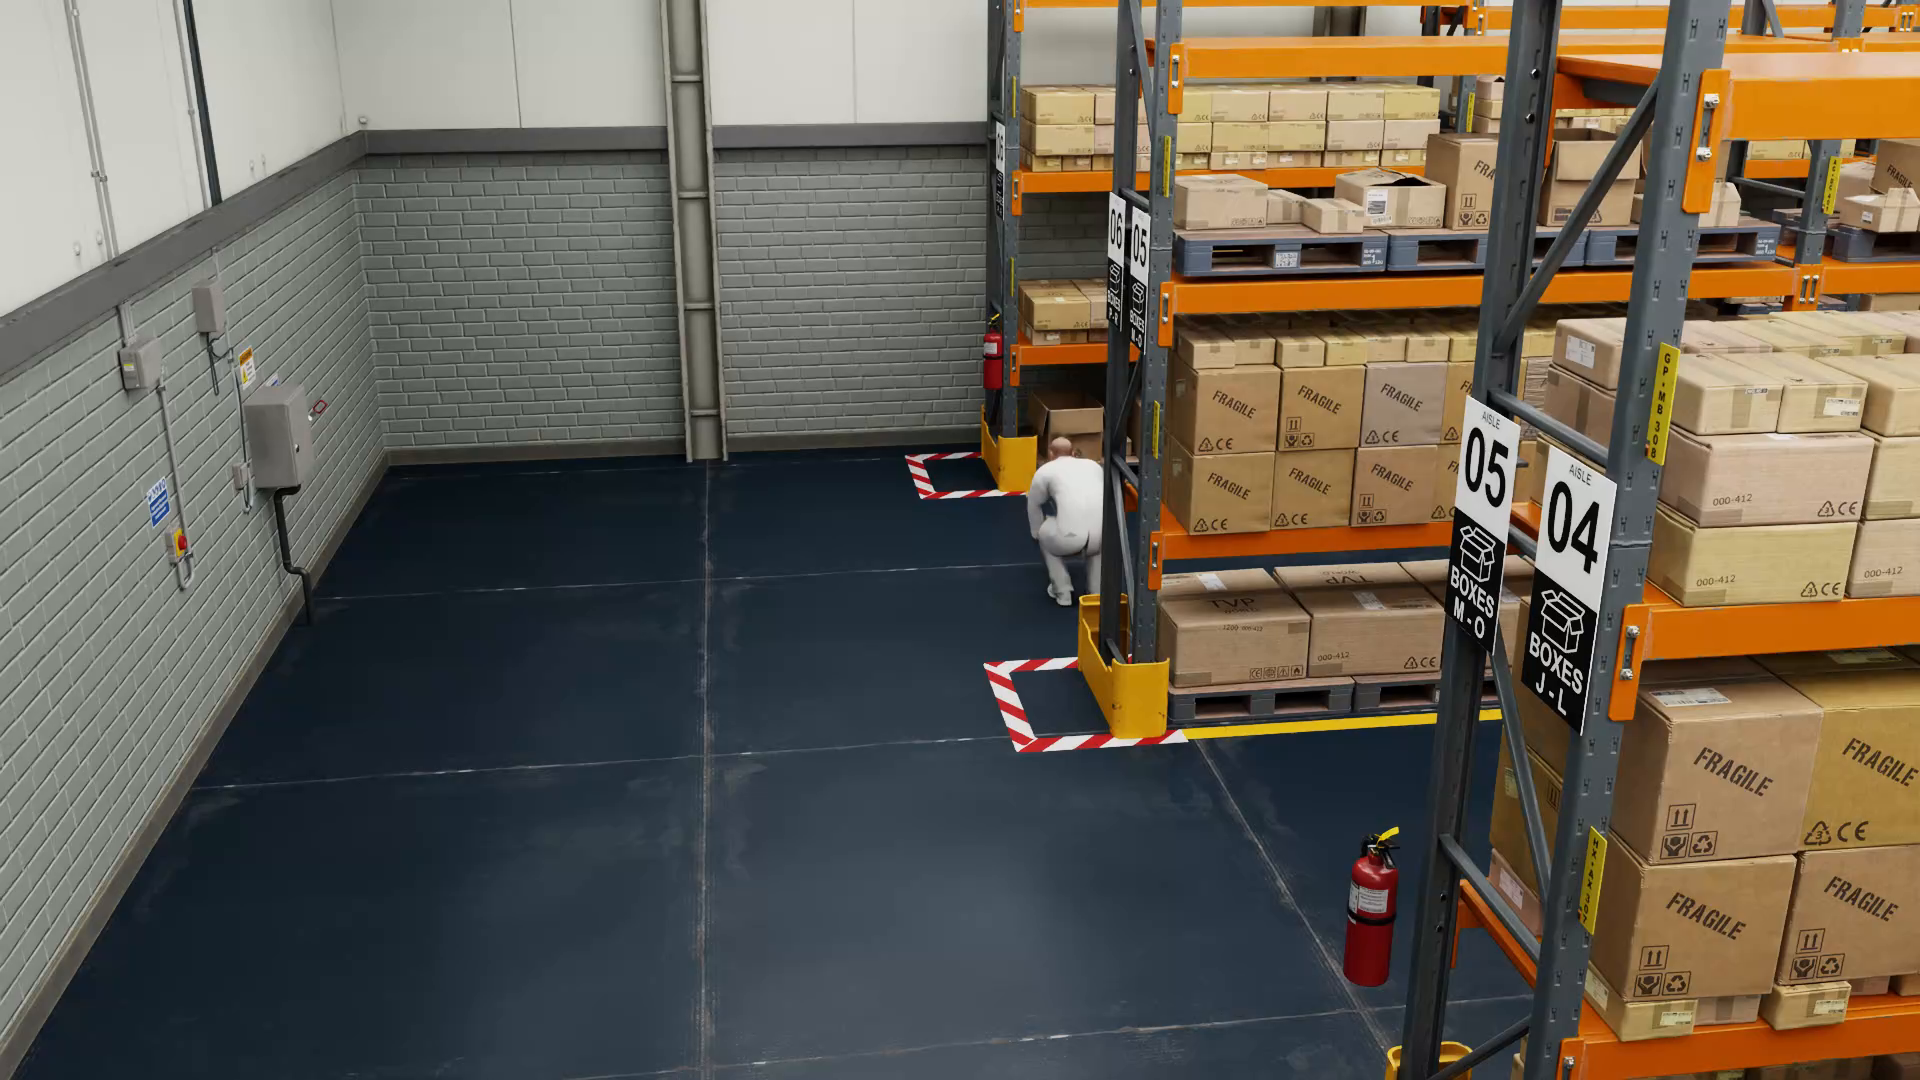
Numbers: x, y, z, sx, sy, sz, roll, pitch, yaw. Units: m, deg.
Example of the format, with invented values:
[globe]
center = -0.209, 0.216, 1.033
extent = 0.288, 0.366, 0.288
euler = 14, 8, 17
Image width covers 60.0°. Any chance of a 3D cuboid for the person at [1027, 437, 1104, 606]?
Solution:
[person]
center = 0.838, -0.124, 12.405
extent = 0.620, 1.129, 0.850
euler = -3, 20, -8
